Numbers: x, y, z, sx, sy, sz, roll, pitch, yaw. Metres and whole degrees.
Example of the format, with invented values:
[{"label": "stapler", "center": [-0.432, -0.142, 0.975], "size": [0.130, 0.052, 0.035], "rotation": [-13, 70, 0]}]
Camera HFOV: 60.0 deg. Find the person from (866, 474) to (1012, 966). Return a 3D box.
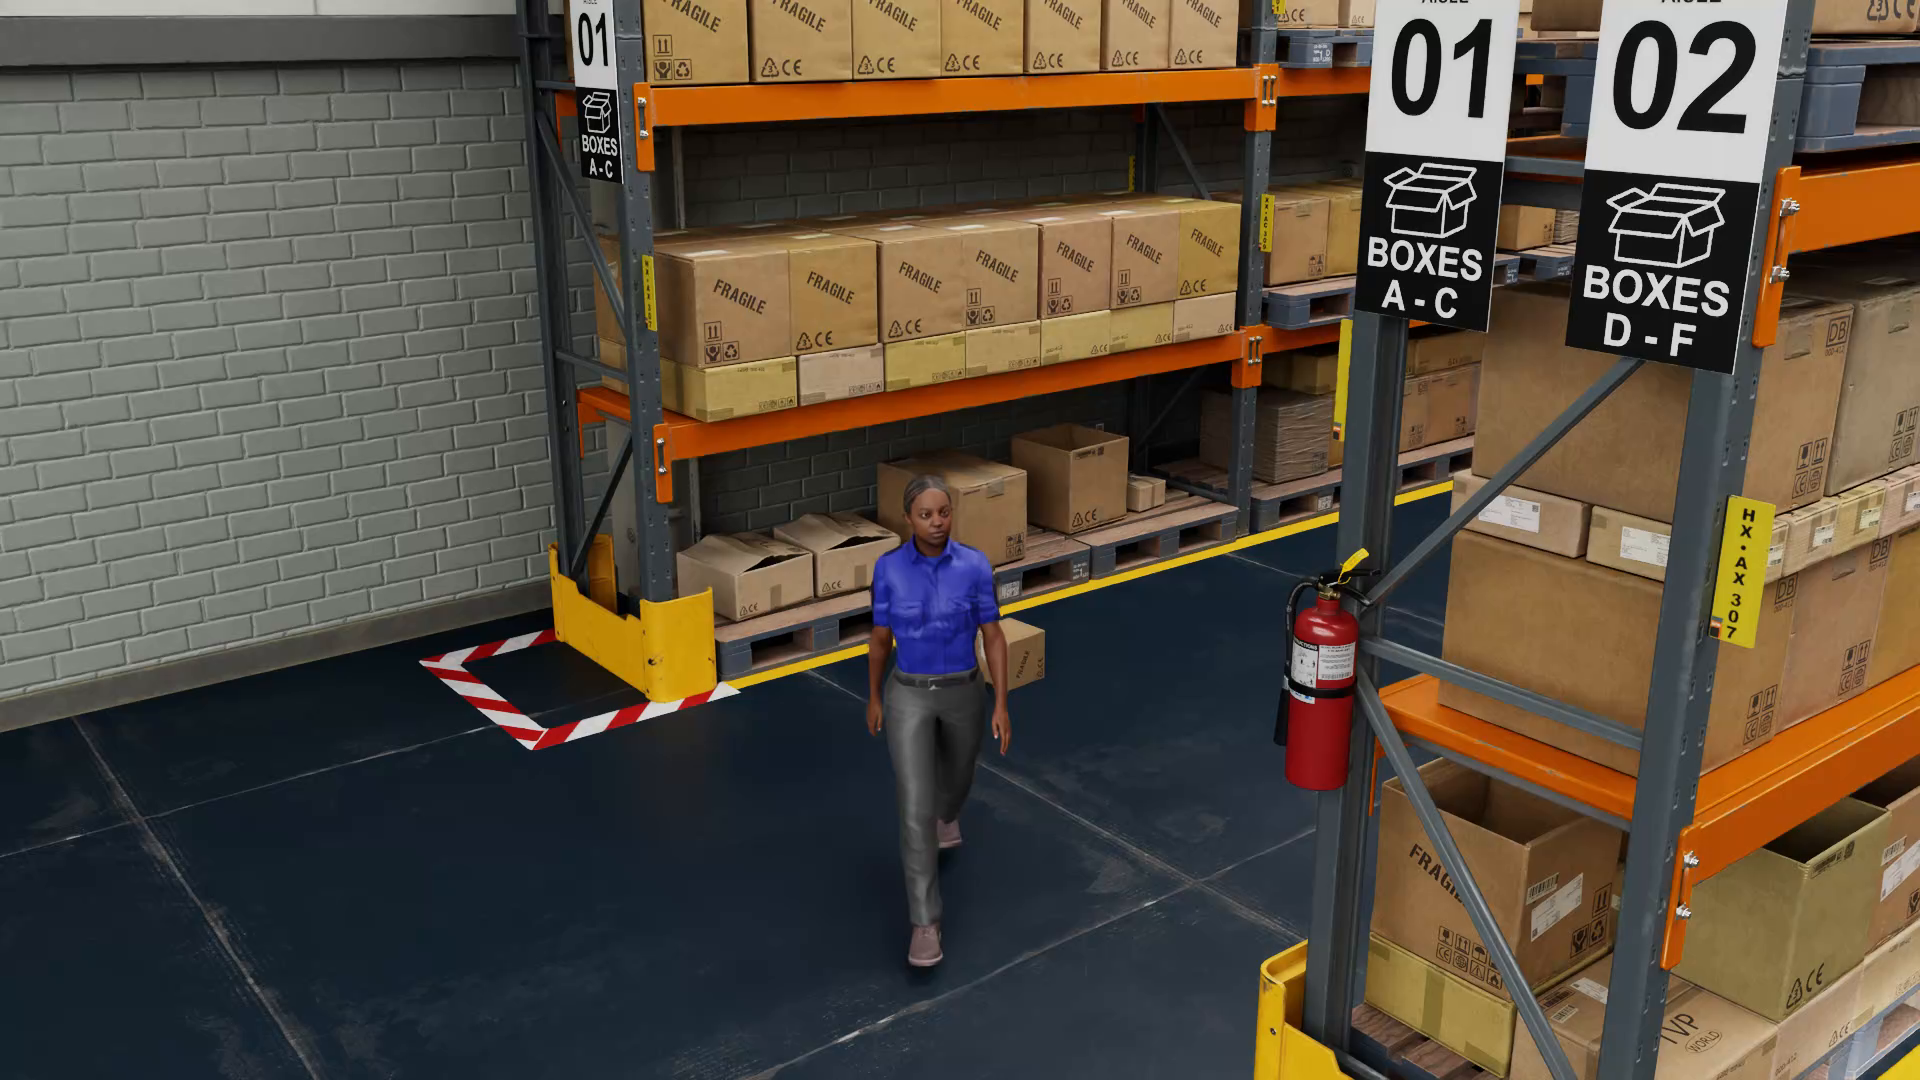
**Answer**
[{"label": "person", "center": [-0.078, 0.554, 5.846], "size": [0.473, 1.597, 1.033], "rotation": [-3, 18, -10]}]
